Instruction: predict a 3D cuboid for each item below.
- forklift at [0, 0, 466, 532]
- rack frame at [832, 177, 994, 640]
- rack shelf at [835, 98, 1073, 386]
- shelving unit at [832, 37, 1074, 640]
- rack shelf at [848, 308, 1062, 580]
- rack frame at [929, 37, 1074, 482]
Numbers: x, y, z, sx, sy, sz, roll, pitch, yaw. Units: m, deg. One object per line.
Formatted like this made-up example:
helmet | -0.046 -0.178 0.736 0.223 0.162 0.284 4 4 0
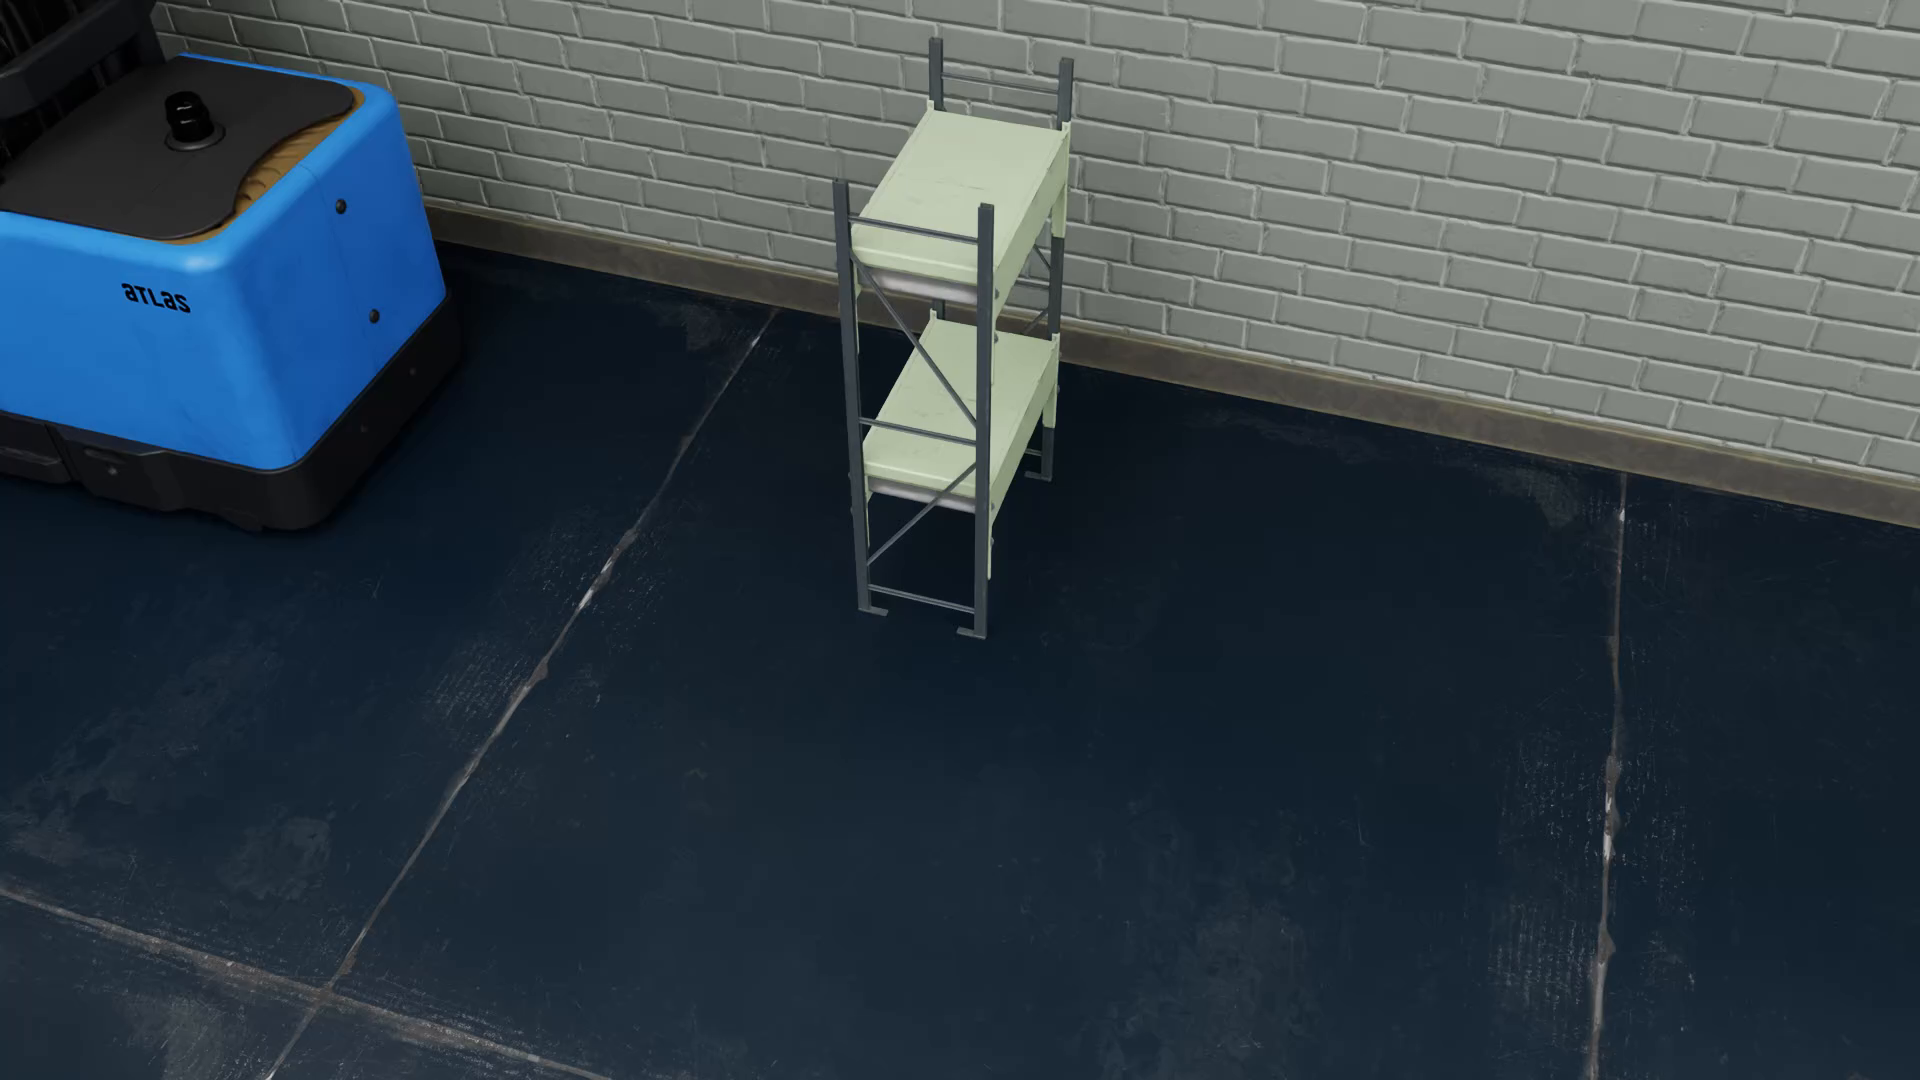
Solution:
forklift | -3.308 -1.671 4.862 3.031 2.935 1.130 12 46 12
rack frame | -0.113 -0.288 4.472 0.400 1.500 0.023 13 46 12
rack shelf | -0.002 -0.811 4.448 0.431 0.370 0.720 13 46 12
shelving unit | -0.002 -0.532 4.721 0.431 1.500 0.755 13 46 12
rack shelf | -0.002 -0.299 4.949 0.431 0.370 0.720 13 46 12
rack frame | 0.109 -0.776 4.970 0.400 1.500 0.023 13 46 12
